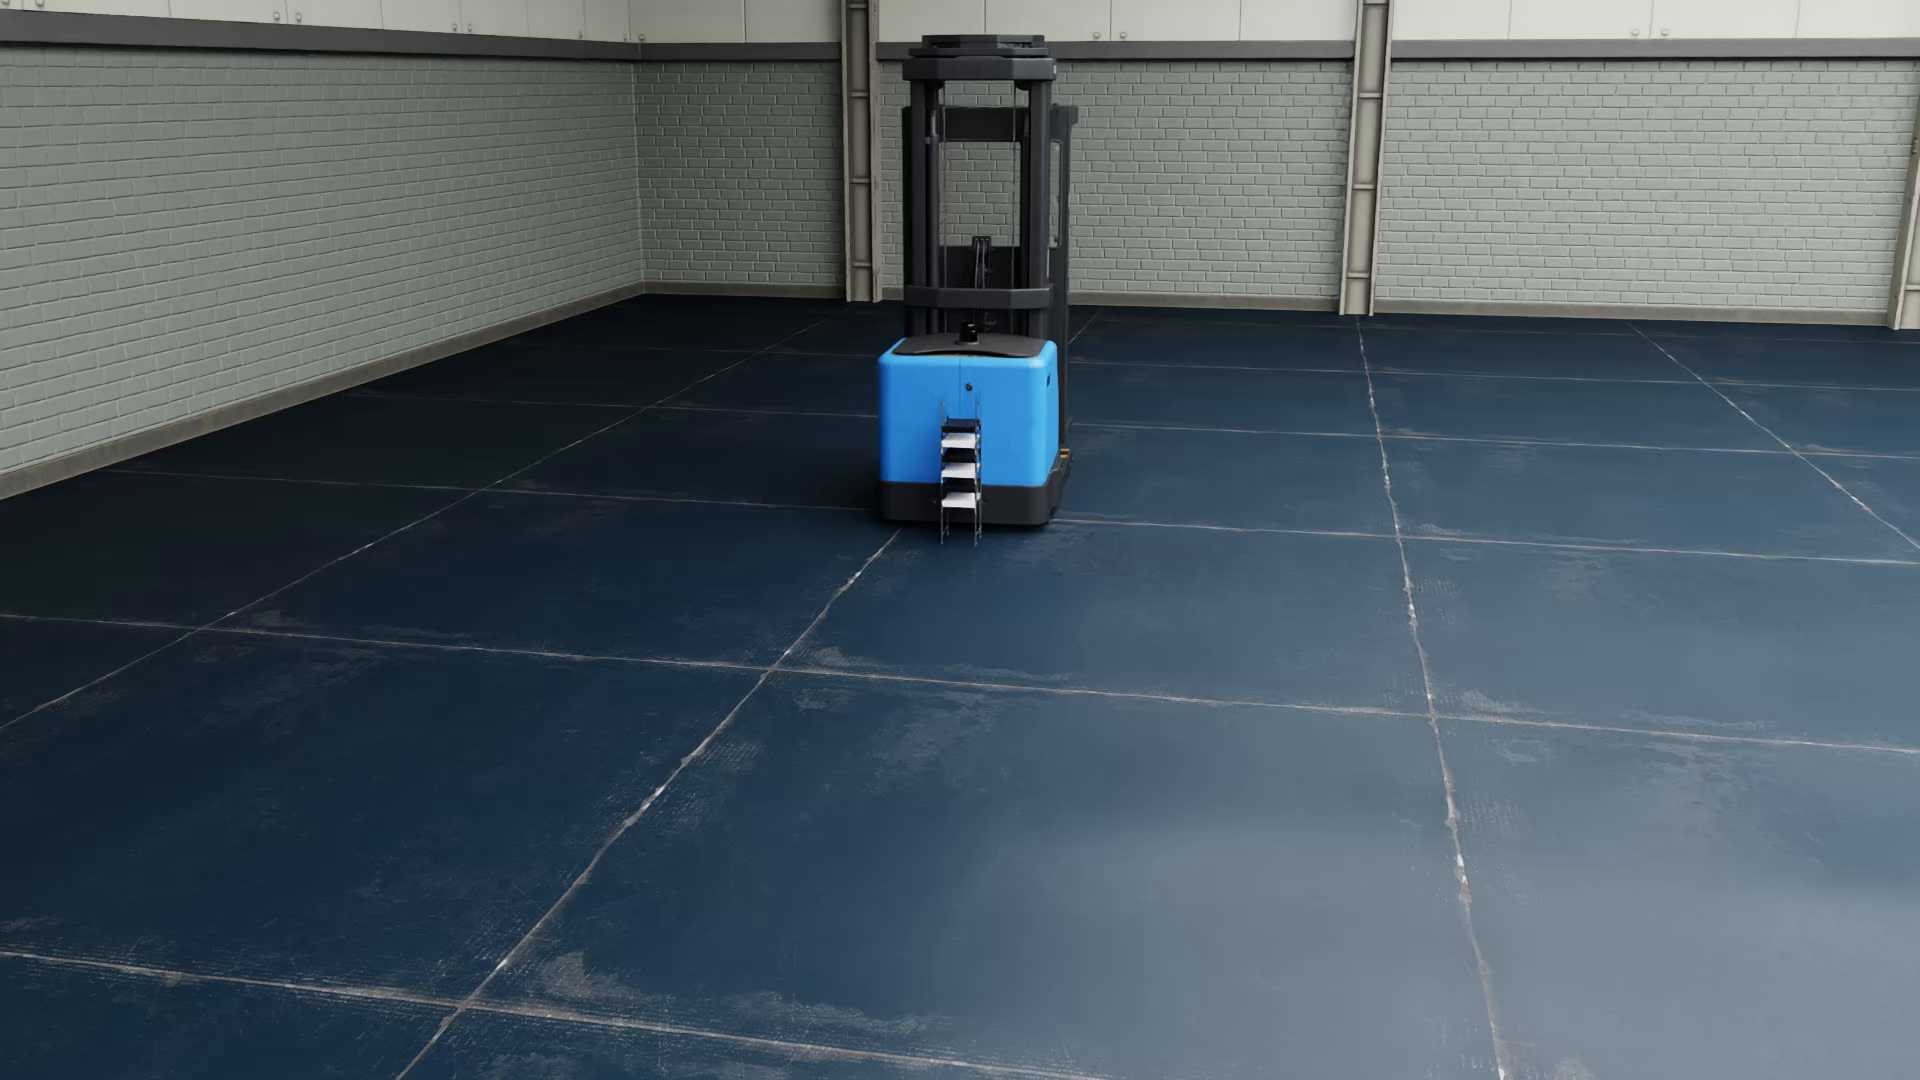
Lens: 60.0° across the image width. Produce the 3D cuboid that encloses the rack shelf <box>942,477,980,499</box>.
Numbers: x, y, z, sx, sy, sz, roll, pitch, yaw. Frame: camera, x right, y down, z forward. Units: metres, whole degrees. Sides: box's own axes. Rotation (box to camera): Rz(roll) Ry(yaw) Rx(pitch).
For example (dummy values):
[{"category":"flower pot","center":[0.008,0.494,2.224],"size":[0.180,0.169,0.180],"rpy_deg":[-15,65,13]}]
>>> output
[{"category":"rack shelf","center":[0.008,-0.311,9.891],"size":[0.200,0.077,0.258],"rpy_deg":[2,16,7]}]

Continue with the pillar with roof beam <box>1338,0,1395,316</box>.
[{"category":"pillar with roof beam","center":[3.825,-5.892,14.407],"size":[0.400,9.000,9.100],"rpy_deg":[3,16,11]}]

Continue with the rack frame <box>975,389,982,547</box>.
[{"category":"rack frame","center":[0.109,-0.426,9.845],"size":[0.006,0.900,0.240],"rpy_deg":[2,16,7]}]

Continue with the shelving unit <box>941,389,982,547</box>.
[{"category":"shelving unit","center":[0.008,-0.430,9.858],"size":[0.210,0.900,0.258],"rpy_deg":[2,16,7]}]

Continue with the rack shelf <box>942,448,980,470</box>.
[{"category":"rack shelf","center":[0.008,-0.484,9.843],"size":[0.200,0.077,0.258],"rpy_deg":[2,16,7]}]

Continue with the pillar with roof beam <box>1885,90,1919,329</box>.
[{"category":"pillar with roof beam","center":[9.705,-5.573,13.255],"size":[0.400,9.000,9.100],"rpy_deg":[3,16,11]}]

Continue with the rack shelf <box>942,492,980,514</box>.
[{"category":"rack shelf","center":[0.008,-0.224,9.915],"size":[0.200,0.077,0.258],"rpy_deg":[2,16,7]}]

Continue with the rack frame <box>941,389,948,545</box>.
[{"category":"rack frame","center":[-0.092,-0.433,9.871],"size":[0.006,0.900,0.240],"rpy_deg":[2,16,7]}]

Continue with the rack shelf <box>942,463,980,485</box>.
[{"category":"rack shelf","center":[0.008,-0.398,9.867],"size":[0.200,0.077,0.258],"rpy_deg":[2,16,7]}]

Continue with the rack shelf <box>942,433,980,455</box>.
[{"category":"rack shelf","center":[0.008,-0.571,9.819],"size":[0.200,0.077,0.258],"rpy_deg":[2,16,7]}]

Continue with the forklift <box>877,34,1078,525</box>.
[{"category":"forklift","center":[0.203,-1.849,11.176],"size":[1.130,2.935,3.031],"rpy_deg":[2,16,8]}]

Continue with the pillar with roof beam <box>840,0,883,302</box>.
[{"category":"pillar with roof beam","center":[-2.054,-6.212,15.560],"size":[0.400,9.000,9.100],"rpy_deg":[3,16,11]}]

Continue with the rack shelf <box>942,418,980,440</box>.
[{"category":"rack shelf","center":[0.008,-0.658,9.794],"size":[0.200,0.077,0.258],"rpy_deg":[2,16,7]}]
